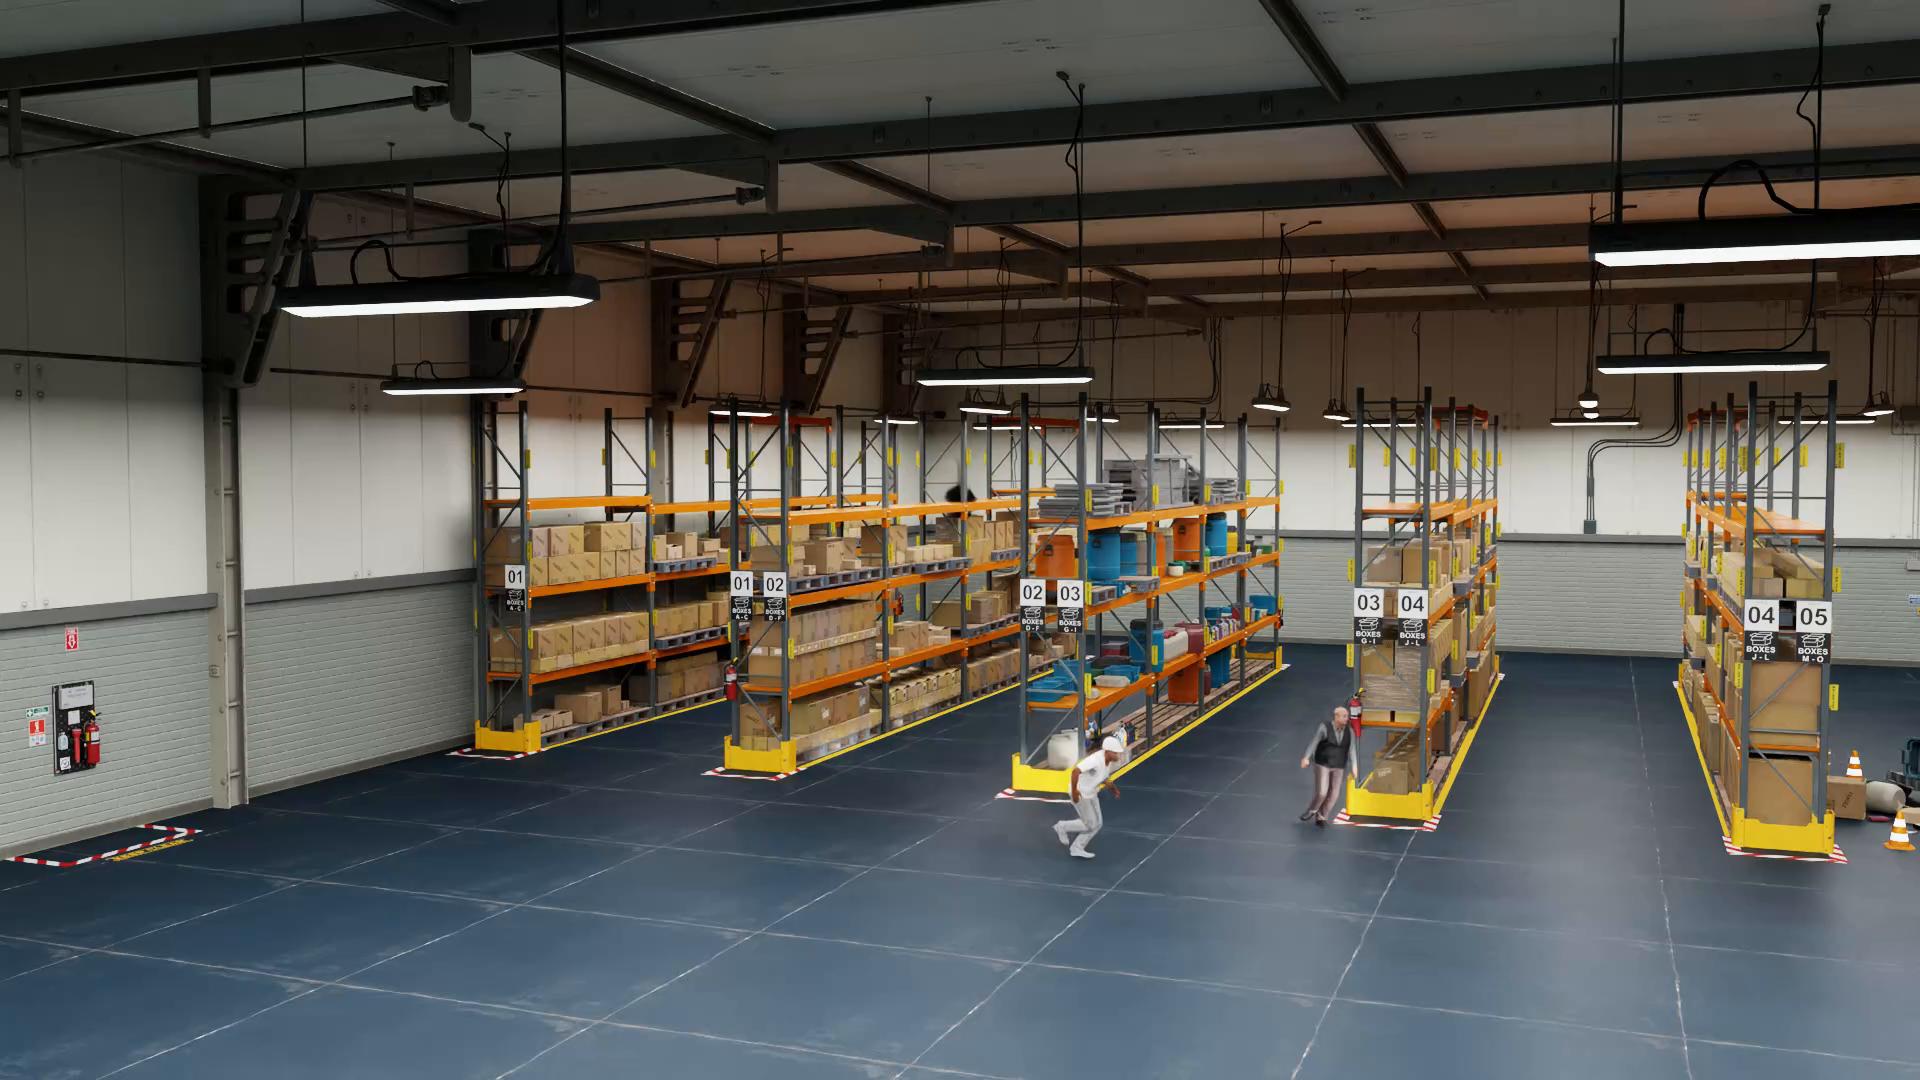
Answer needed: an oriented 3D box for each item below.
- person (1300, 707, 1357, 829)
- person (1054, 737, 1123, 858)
[{"bbox_3d":[4.998,3.084,22.530,0.693,1.698,0.564,-1,3,-16],"label":"person"},{"bbox_3d":[1.598,3.217,20.773,0.948,1.560,0.724,2,3,30],"label":"person"}]
